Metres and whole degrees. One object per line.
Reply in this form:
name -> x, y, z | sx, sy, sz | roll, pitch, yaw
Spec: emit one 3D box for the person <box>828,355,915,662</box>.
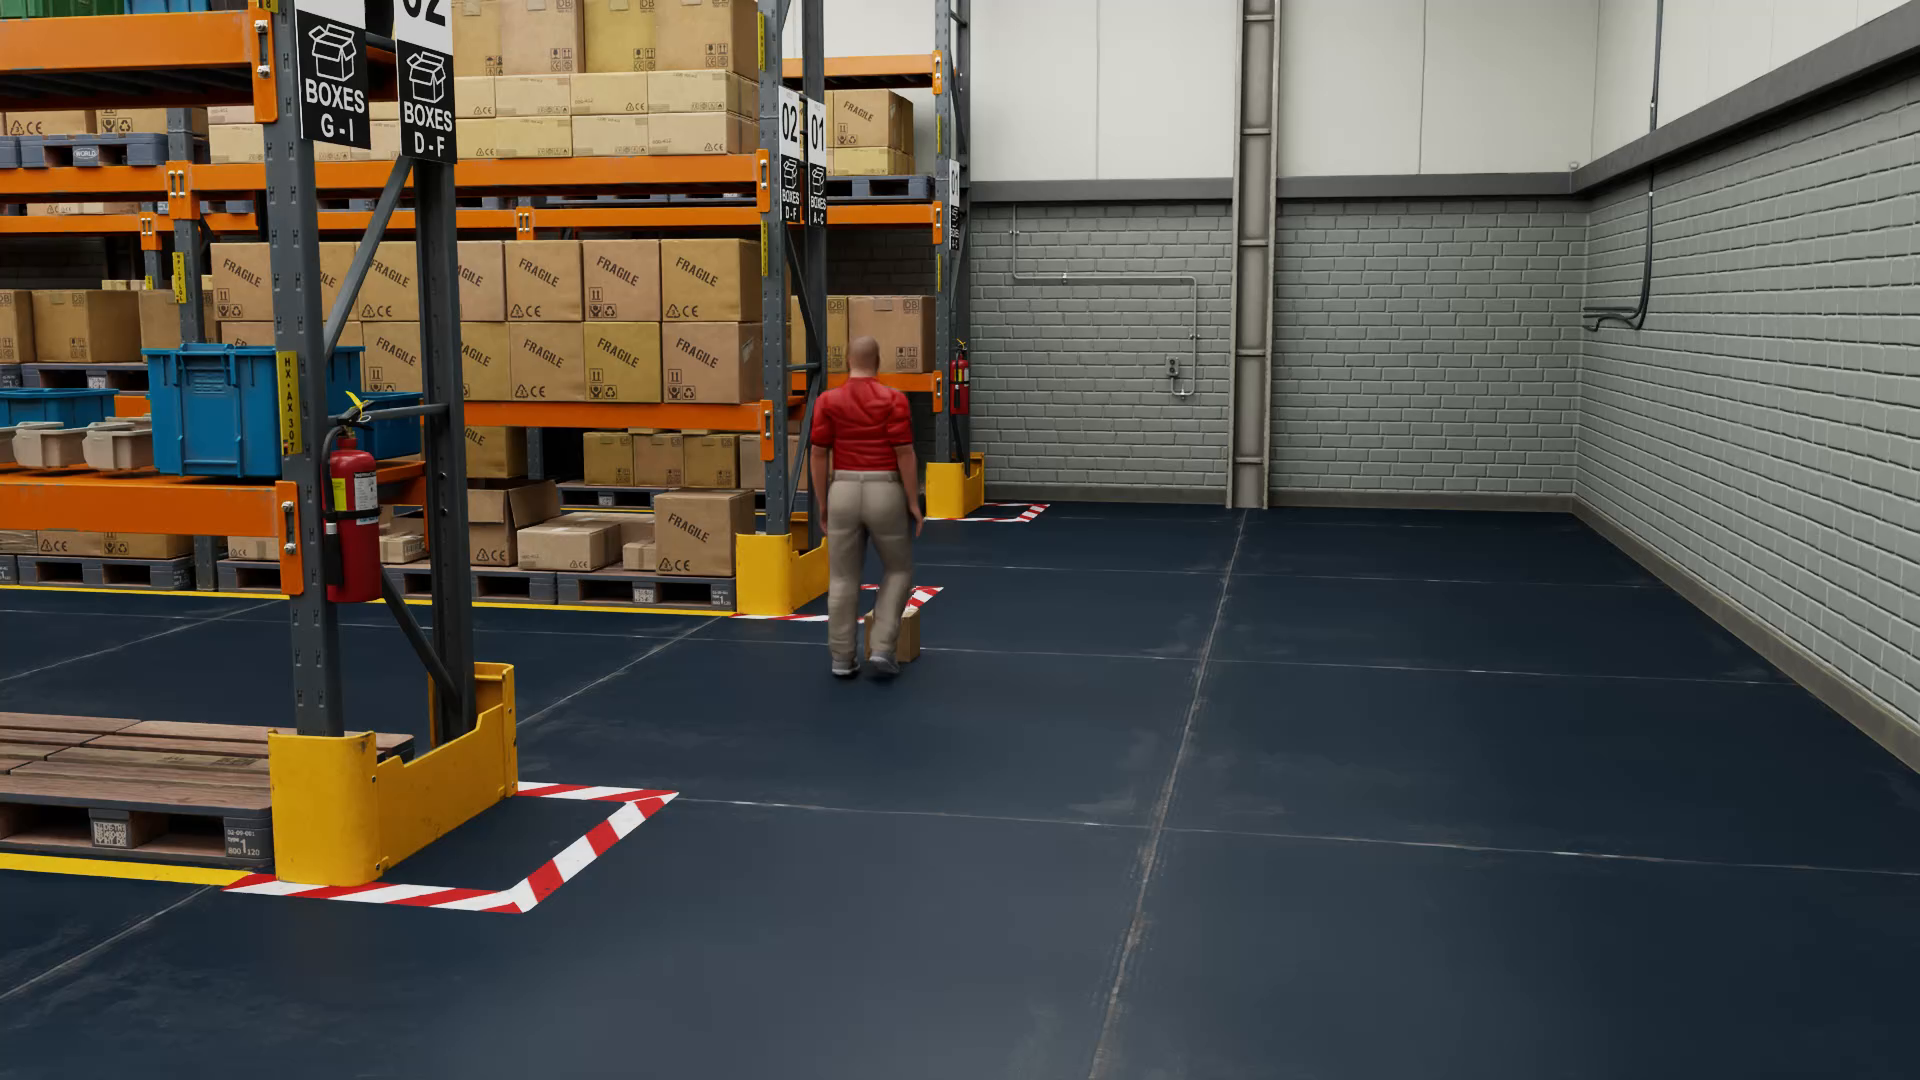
person -> -0.459, -0.161, 8.462 | 0.425, 1.549, 0.370 | 2, 8, 11
